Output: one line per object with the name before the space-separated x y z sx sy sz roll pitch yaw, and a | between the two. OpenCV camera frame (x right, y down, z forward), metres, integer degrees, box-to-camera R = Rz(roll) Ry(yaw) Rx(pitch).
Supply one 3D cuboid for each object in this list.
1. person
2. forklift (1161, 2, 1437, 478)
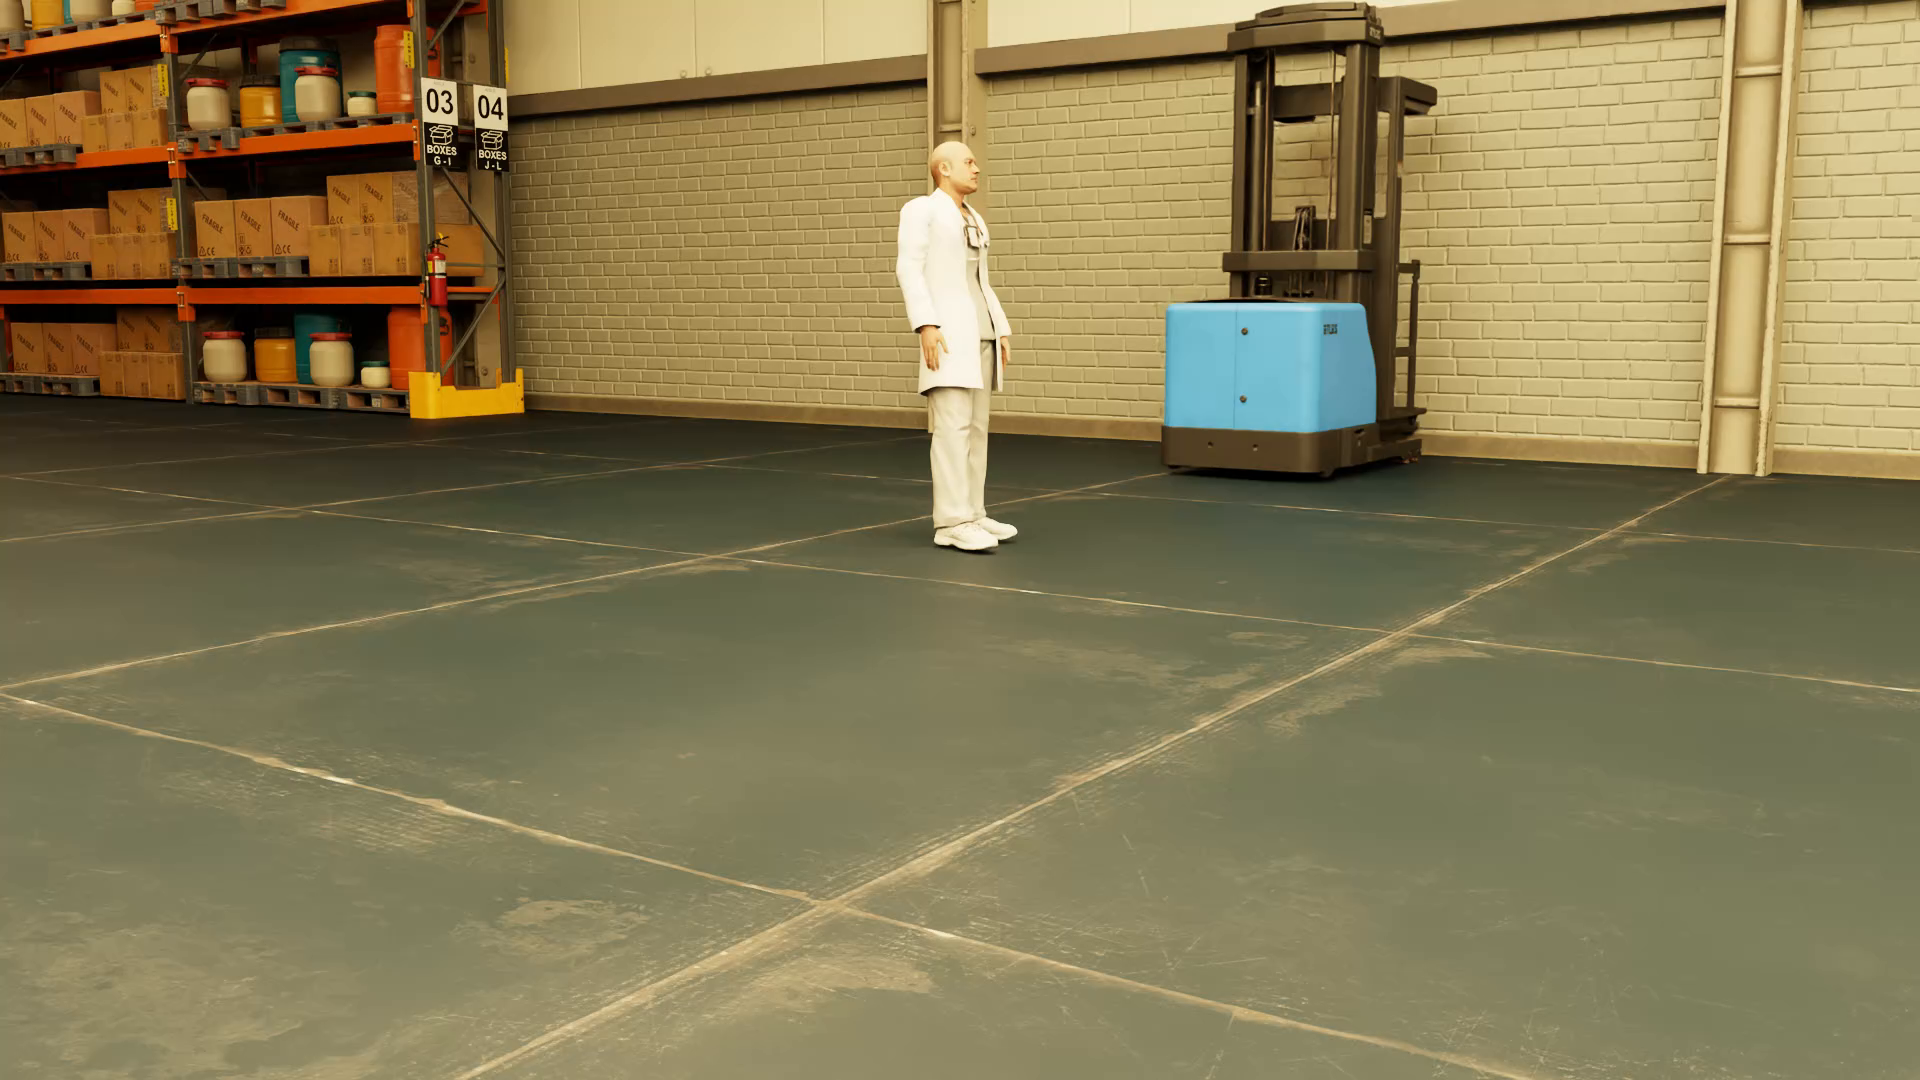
person | 0.074 -0.880 7.424 0.578 1.777 0.698 5 10 34
forklift | 2.502 -1.991 11.194 1.130 2.935 3.031 5 10 33
